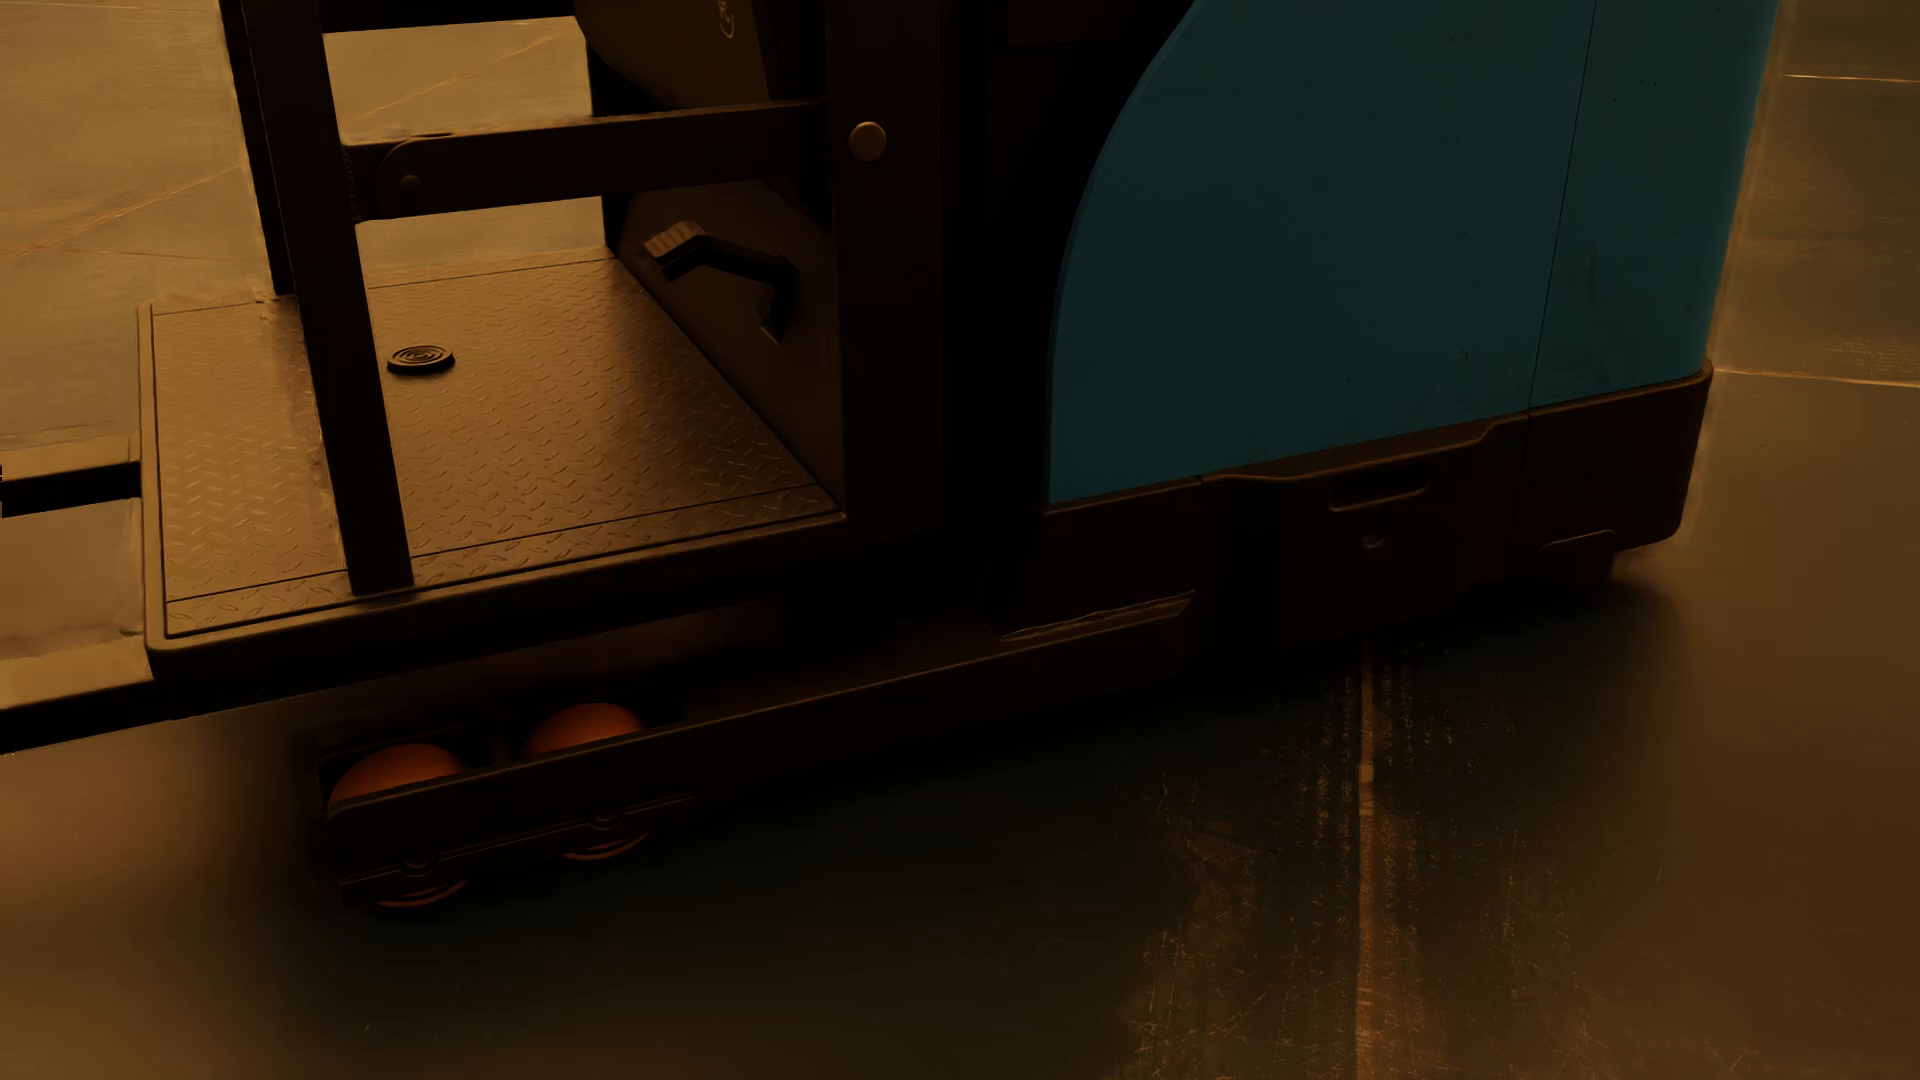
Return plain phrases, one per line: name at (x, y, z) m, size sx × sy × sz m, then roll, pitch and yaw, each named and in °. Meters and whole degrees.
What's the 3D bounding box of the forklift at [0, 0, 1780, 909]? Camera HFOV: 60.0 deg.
forklift at (-0.523, -1.196, 1.617) m, size 3.031 × 2.935 × 1.130 m, roll -11°, pitch 29°, yaw -21°
